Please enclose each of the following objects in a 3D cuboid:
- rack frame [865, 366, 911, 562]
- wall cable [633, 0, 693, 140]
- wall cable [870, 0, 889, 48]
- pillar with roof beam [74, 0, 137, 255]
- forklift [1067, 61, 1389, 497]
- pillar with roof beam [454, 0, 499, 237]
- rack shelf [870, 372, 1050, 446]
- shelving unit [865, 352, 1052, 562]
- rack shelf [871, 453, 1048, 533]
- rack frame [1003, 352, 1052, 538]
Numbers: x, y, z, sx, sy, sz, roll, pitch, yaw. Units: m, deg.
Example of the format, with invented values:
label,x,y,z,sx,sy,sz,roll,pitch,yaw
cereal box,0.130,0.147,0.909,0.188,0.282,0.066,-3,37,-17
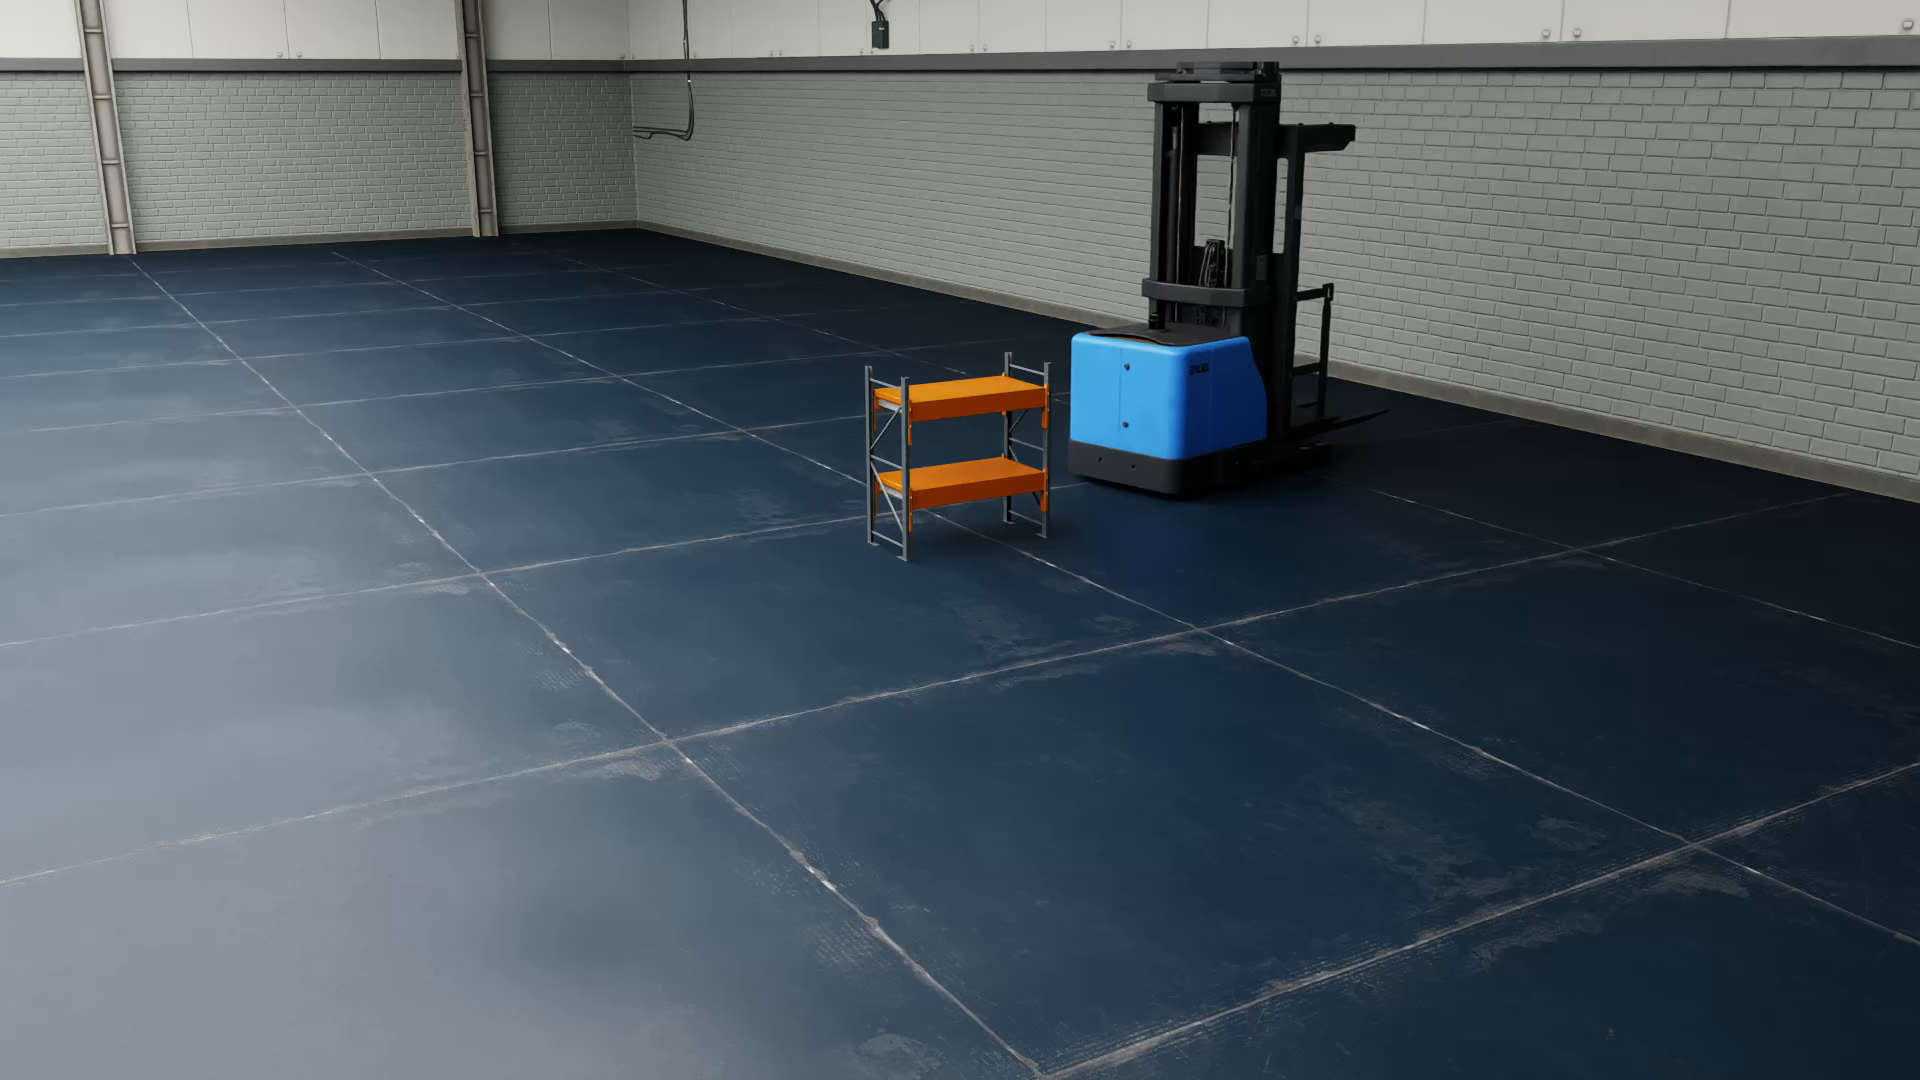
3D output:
label,x,y,z,sx,sy,sz,roll,pitch,yaw
rack frame,-0.442,-0.470,10.156,0.032,1.125,0.500,-9,18,-30
wall cable,-5.473,-8.508,29.996,0.112,2.526,3.097,-9,18,-30
wall cable,-0.597,-9.442,21.274,0.169,6.003,2.305,-9,18,-30
pillar with roof beam,-11.605,-8.070,22.679,0.400,9.000,9.100,-9,18,-30
forklift,2.180,-2.033,12.387,3.031,2.935,1.130,-15,22,-43
pillar with roof beam,-6.462,-8.904,25.654,0.400,9.000,9.100,-9,18,-30
rack shelf,-0.006,-0.823,10.329,1.000,0.278,0.538,-9,18,-30
shelving unit,-0.006,-0.541,10.408,1.048,1.125,0.538,-9,18,-30
rack shelf,-0.006,-0.305,10.474,1.000,0.278,0.538,-9,18,-30
rack frame,0.430,-0.611,10.661,0.032,1.125,0.500,-9,18,-30
